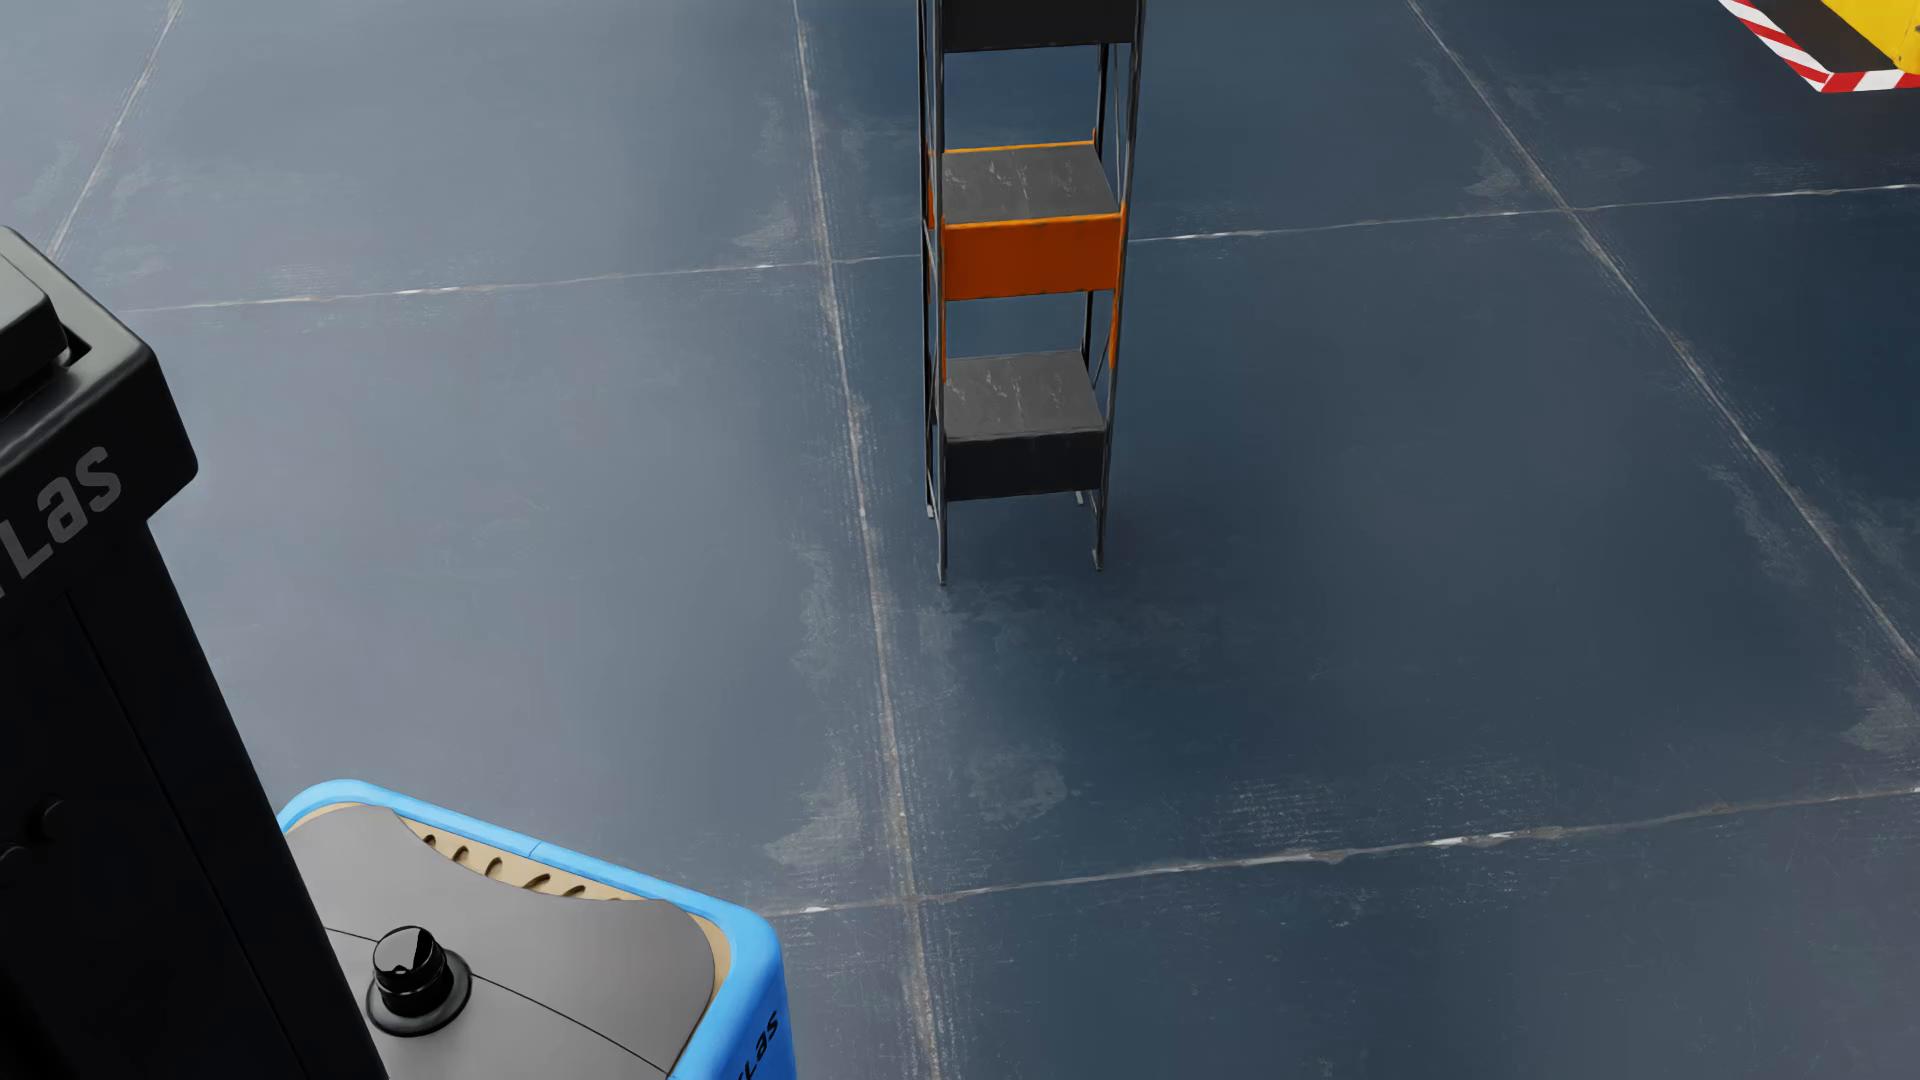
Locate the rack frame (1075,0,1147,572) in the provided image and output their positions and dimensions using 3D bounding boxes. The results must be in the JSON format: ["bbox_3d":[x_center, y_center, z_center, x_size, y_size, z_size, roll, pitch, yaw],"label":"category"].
[{"bbox_3d":[0.406,-0.815,4.586,0.015,2.100,0.400,-5,42,-6],"label":"rack frame"}]

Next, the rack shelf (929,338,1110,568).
[{"bbox_3d":[0.164,-0.264,5.041,0.480,0.518,0.431,-5,42,-6],"label":"rack shelf"}]

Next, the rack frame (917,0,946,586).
[{"bbox_3d":[-0.078,-0.773,4.539,0.015,2.100,0.400,-5,42,-6],"label":"rack frame"}]

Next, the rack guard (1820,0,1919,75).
[{"bbox_3d":[4.430,-2.710,7.881,0.348,0.500,1.175,-5,42,-6],"label":"rack guard"}]

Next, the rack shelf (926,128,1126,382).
[{"bbox_3d":[0.164,-0.784,4.572,0.480,0.518,0.431,-5,42,-6],"label":"rack shelf"}]

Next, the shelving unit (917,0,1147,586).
[{"bbox_3d":[0.164,-0.794,4.563,0.503,2.100,0.431,-5,42,-6],"label":"shelving unit"}]

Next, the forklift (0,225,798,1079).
[{"bbox_3d":[-1.298,1.183,1.751,1.130,2.935,3.031,14,44,15],"label":"forklift"}]

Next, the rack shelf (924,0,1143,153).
[{"bbox_3d":[0.164,-1.304,4.103,0.480,0.518,0.431,-5,42,-6],"label":"rack shelf"}]
